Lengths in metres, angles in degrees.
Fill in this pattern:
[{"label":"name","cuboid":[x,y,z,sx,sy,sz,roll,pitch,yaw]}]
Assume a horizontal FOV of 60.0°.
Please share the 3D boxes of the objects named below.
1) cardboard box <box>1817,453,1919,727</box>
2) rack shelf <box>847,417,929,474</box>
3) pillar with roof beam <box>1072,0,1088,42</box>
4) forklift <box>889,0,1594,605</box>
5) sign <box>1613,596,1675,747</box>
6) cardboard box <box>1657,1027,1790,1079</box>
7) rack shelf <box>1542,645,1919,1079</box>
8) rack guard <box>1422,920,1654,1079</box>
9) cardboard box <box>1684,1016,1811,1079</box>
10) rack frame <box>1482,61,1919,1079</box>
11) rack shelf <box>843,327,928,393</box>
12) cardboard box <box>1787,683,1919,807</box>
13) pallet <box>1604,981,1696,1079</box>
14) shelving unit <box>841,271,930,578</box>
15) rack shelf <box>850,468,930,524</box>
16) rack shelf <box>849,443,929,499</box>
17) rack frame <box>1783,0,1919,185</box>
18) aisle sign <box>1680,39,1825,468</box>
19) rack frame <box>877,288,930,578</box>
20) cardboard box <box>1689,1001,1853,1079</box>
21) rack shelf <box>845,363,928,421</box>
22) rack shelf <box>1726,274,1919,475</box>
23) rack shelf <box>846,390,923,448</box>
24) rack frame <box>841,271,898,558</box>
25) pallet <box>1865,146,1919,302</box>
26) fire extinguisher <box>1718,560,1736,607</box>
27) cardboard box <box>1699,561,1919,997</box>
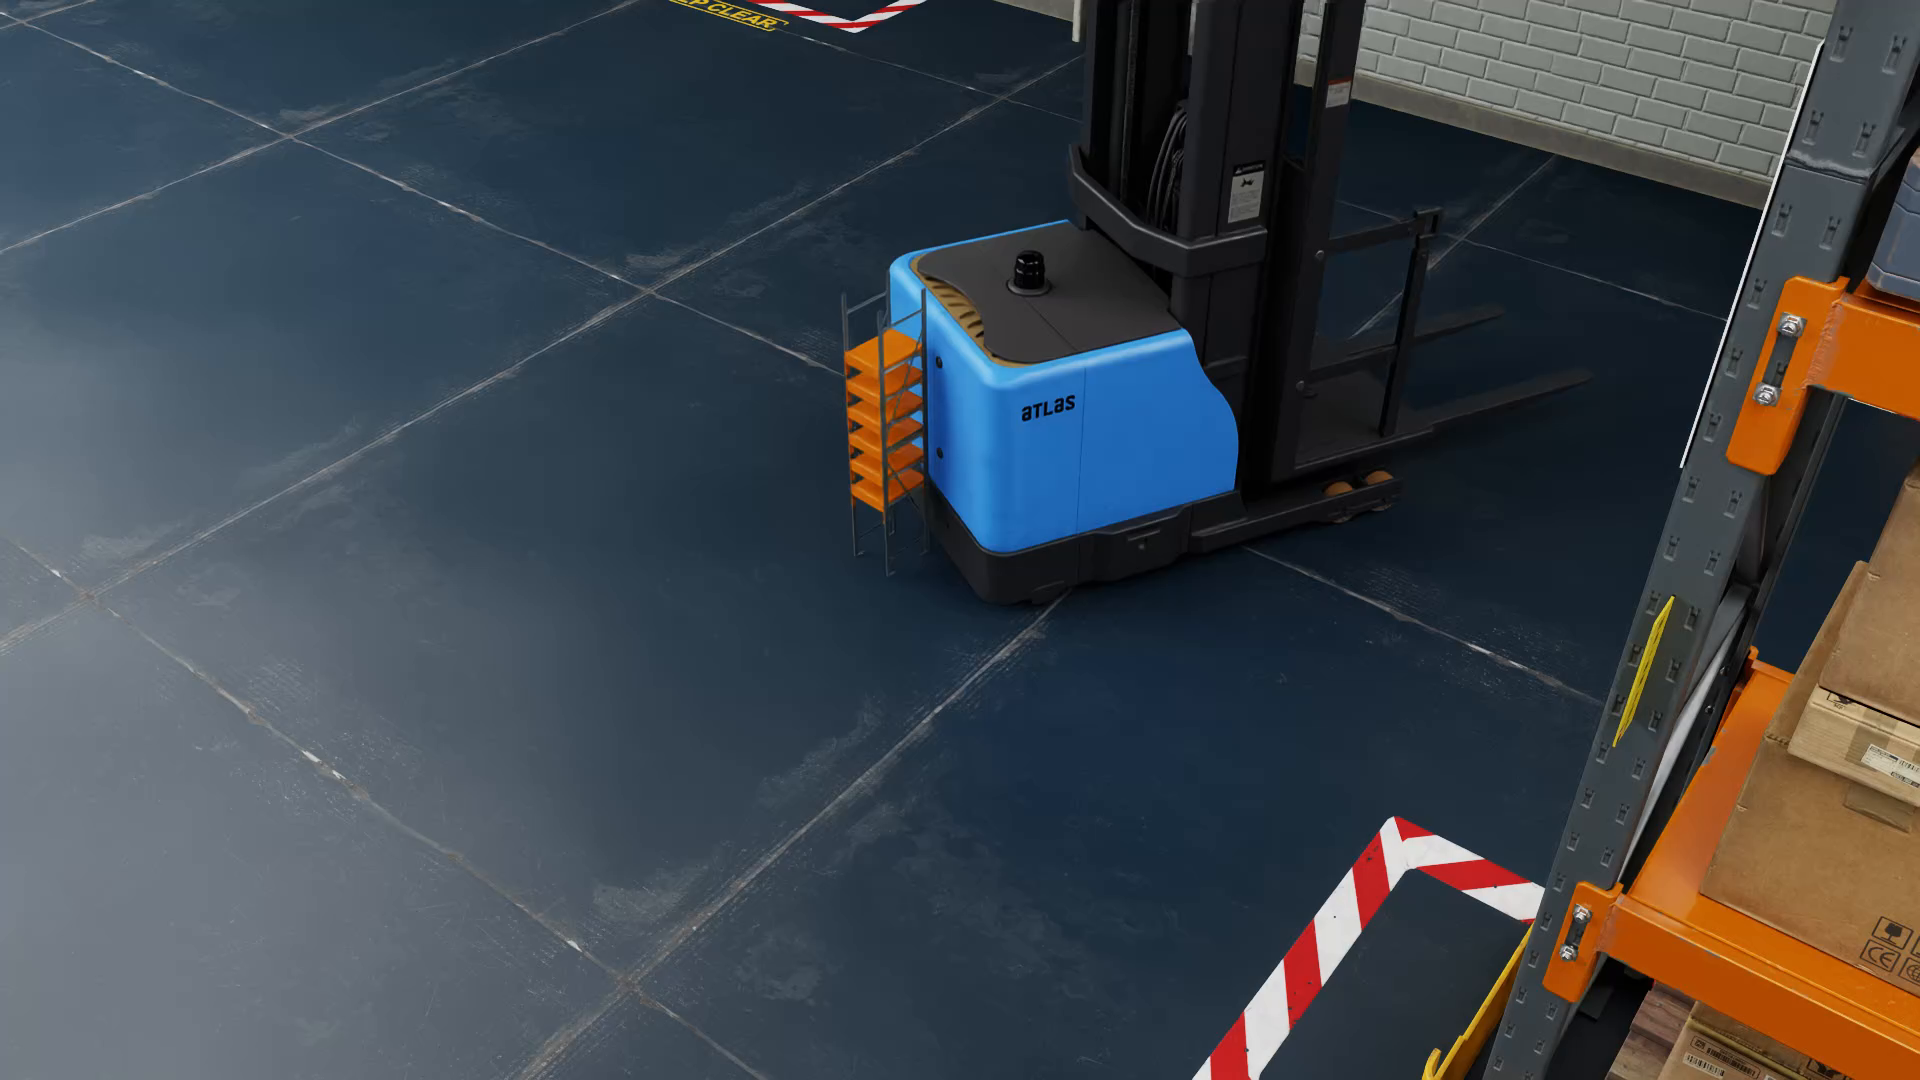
[{"label":"cardboard box","cuboid":[2.070,0.011,3.169,0.500,0.500,0.700,25,45,29]},{"label":"rack shelf","cuboid":[-0.273,-0.381,6.336,0.180,0.103,0.258,30,47,33]},{"label":"pillar with roof beam","cuboid":[-1.629,-4.729,5.491,0.400,9.000,9.100,25,45,29]},{"label":"forklift","cuboid":[1.275,-1.507,6.297,3.031,2.935,1.130,-15,41,-19]},{"label":"sign","cuboid":[1.323,0.258,3.221,0.005,0.325,0.100,25,45,29]},{"label":"cardboard box","cuboid":[1.955,1.588,4.179,0.500,0.250,0.500,25,45,29]},{"label":"rack shelf","cuboid":[3.253,1.393,3.121,4.000,0.370,1.077,25,45,29]},{"label":"rack guard","cuboid":[1.645,1.336,4.638,0.348,0.500,1.175,25,45,29]},{"label":"cardboard box","cuboid":[2.270,1.334,4.503,0.500,0.250,0.500,25,45,29]},{"label":"rack frame","cuboid":[1.665,0.361,3.856,0.127,3.000,1.000,25,45,29]},{"label":"rack shelf","cuboid":[-0.273,-0.665,6.114,0.180,0.103,0.258,30,47,33]},{"label":"cardboard box","cuboid":[1.845,0.318,3.303,0.250,0.149,0.380,25,44,28]},{"label":"pallet","cuboid":[2.297,1.724,4.376,1.213,0.211,1.003,25,45,29]},{"label":"shelving unit","cuboid":[-0.273,-0.416,6.309,0.189,1.200,0.258,30,47,33]},{"label":"rack shelf","cuboid":[-0.273,-0.192,6.484,0.180,0.103,0.258,30,47,33]},{"label":"rack shelf","cuboid":[-0.273,-0.287,6.410,0.180,0.103,0.258,30,47,33]},{"label":"rack frame","cuboid":[1.665,-2.002,2.007,0.127,3.000,1.000,25,45,29]},{"label":"aisle sign","cuboid":[1.426,-0.538,2.895,0.004,0.787,0.394,25,45,29]},{"label":"rack frame","cuboid":[-0.206,-0.378,6.259,0.006,1.200,0.240,30,47,33]},{"label":"cardboard box","cuboid":[2.271,1.038,4.273,0.500,0.500,0.500,25,45,29]},{"label":"rack shelf","cuboid":[-0.273,-0.570,6.188,0.180,0.103,0.258,30,47,33]},{"label":"rack shelf","cuboid":[3.253,0.212,2.197,4.000,0.370,1.077,25,45,29]},{"label":"rack shelf","cuboid":[-0.273,-0.476,6.262,0.180,0.103,0.258,30,47,33]},{"label":"rack frame","cuboid":[-0.339,-0.455,6.358,0.006,1.200,0.240,30,47,33]},{"label":"pallet","cuboid":[2.210,-0.508,2.604,1.213,0.211,1.003,25,45,29]},{"label":"fire extinguisher","cuboid":[1.853,0.119,4.227,0.183,0.674,0.296,25,45,29]},{"label":"cardboard box","cuboid":[2.028,0.502,3.594,0.500,0.500,0.700,25,45,29]}]
